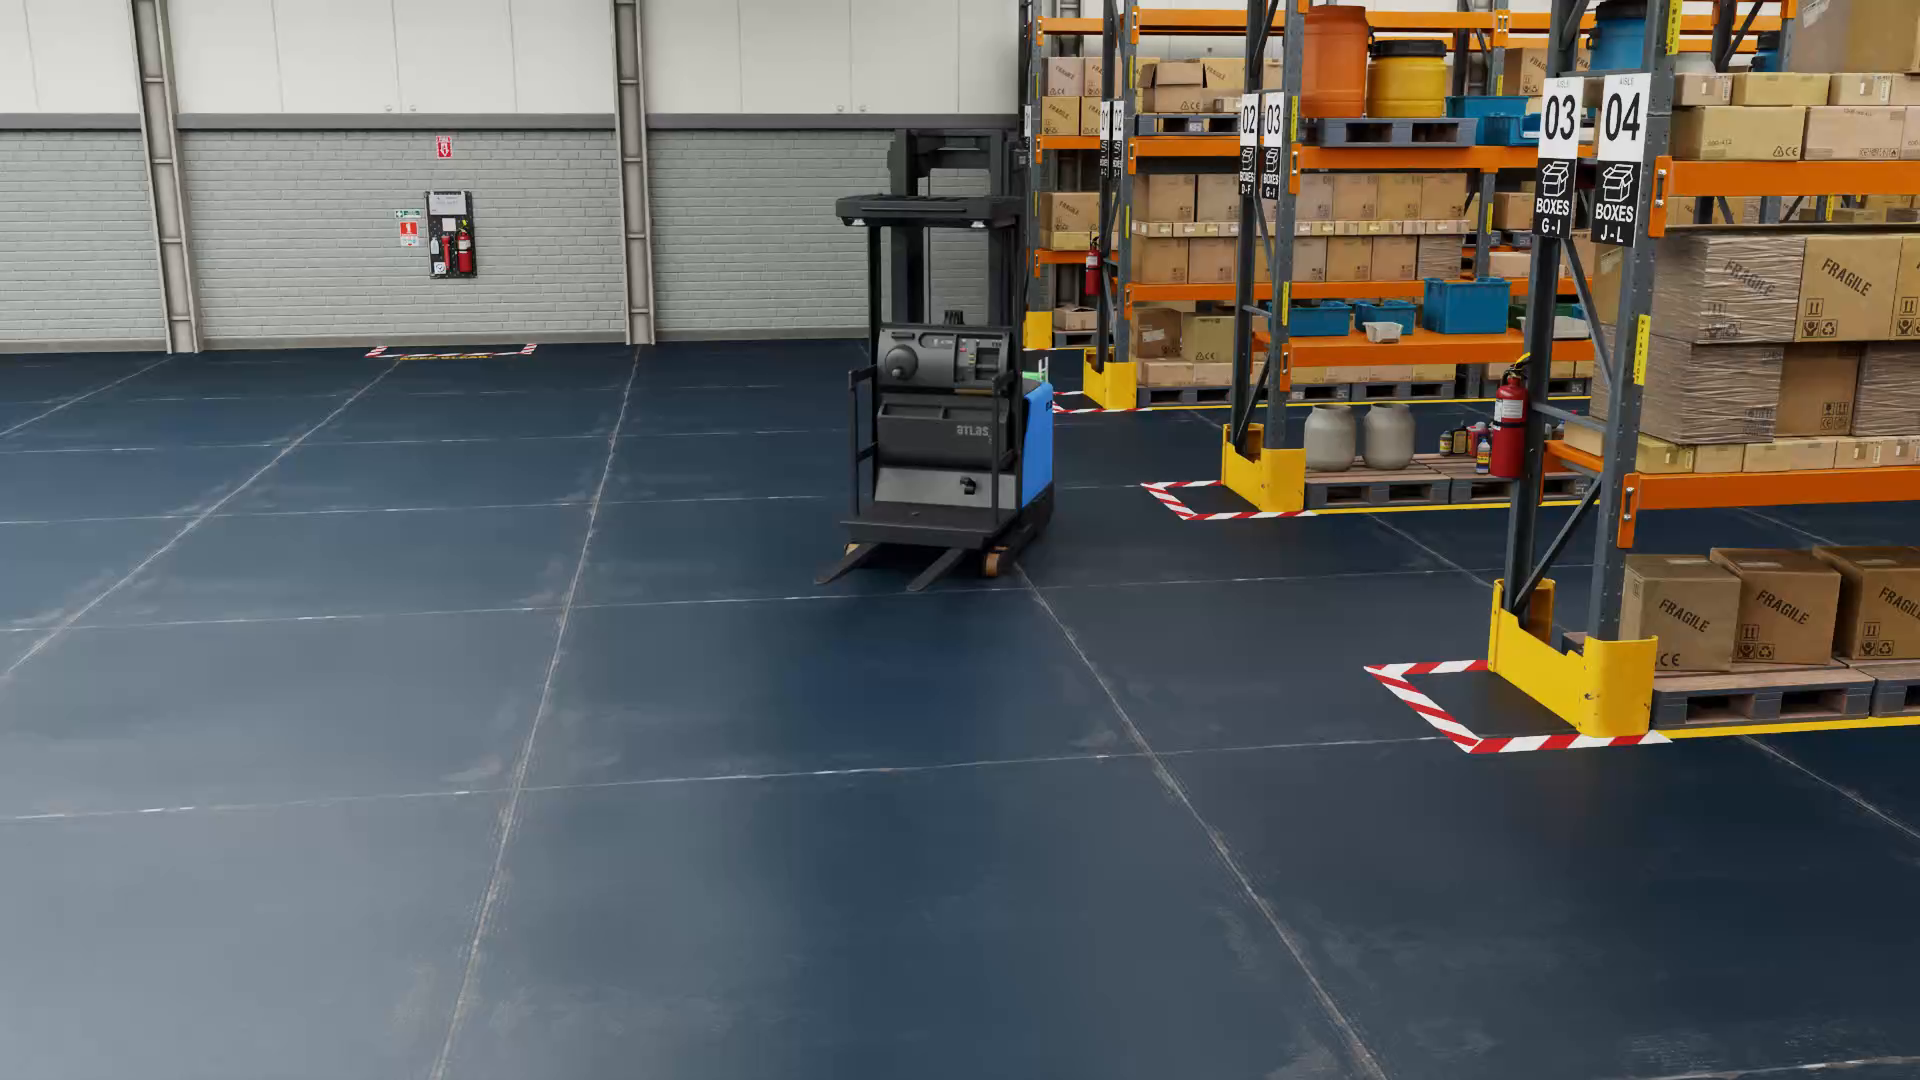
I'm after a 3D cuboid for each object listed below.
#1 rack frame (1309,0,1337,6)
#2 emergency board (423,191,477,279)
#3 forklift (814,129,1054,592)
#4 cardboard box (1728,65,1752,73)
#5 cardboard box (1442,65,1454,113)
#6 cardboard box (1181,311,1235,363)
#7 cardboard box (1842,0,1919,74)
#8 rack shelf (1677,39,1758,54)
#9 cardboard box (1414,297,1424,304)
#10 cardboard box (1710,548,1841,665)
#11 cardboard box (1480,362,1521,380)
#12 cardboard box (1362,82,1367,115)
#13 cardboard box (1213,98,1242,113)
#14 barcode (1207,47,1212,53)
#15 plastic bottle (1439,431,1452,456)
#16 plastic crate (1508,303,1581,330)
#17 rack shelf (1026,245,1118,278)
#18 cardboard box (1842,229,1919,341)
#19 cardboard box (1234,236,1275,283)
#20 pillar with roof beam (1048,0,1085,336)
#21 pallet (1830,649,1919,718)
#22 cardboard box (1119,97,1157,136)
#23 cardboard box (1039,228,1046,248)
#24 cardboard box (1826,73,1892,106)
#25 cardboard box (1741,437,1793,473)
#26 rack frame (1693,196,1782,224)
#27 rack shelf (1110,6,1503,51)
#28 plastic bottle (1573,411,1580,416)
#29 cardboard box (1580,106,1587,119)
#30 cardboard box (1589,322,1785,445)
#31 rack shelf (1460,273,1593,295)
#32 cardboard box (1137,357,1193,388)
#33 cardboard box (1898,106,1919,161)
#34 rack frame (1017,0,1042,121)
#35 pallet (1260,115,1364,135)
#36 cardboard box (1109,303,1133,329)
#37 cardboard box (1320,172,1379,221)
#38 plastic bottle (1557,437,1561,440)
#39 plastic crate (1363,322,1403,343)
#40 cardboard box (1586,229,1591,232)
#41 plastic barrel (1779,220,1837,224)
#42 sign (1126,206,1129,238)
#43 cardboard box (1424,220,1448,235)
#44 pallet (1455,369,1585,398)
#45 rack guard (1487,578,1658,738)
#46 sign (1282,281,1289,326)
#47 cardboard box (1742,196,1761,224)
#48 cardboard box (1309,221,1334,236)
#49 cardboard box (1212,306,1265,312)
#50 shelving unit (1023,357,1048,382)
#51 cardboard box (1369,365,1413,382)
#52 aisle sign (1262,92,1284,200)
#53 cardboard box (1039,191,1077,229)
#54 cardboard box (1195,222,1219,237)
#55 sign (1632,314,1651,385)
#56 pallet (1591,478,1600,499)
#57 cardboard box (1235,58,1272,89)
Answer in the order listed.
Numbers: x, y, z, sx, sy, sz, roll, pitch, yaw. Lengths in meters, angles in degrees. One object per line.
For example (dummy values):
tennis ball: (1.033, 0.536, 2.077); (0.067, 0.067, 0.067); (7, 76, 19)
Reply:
rack frame: (4.882, -7.240, 22.591); (0.127, 3.000, 1.000); (-2, 14, -8)
emergency board: (-6.892, -4.120, 22.486); (0.643, 1.169, 0.194); (-2, 14, -8)
forklift: (-0.171, -1.274, 11.277); (1.130, 2.935, 3.031); (4, 15, 15)
cardboard box: (11.359, -6.676, 23.859); (0.500, 0.250, 0.500); (-3, 14, -10)
cardboard box: (5.086, -4.959, 18.305); (0.500, 0.500, 0.500); (-1, 14, -4)
cardboard box: (2.726, -2.212, 18.122); (0.500, 0.500, 0.500); (-2, 14, -8)
cardboard box: (4.649, -2.489, 7.971); (0.500, 0.500, 0.500); (-2, 14, -9)
rack shelf: (10.815, -6.914, 23.594); (4.000, 0.370, 1.077); (-2, 14, -8)
cardboard box: (6.621, -3.401, 23.851); (0.500, 0.500, 0.700); (-2, 14, -8)
cardboard box: (4.346, 0.350, 8.936); (0.500, 0.500, 0.500); (2, 14, 6)
cardboard box: (6.059, -1.963, 18.674); (0.500, 0.250, 0.500); (-2, 14, -10)
cardboard box: (5.435, -6.038, 22.894); (0.500, 0.500, 0.500); (0, 14, 0)
cardboard box: (2.858, -4.598, 17.590); (0.250, 0.149, 0.380); (-2, 14, -8)
barcode: (3.443, -6.759, 22.936); (0.075, 0.075, 0.001); (-2, 14, -8)
plastic bottle: (4.153, -0.830, 14.213); (0.097, 0.201, 0.097); (0, 14, 0)
plastic crate: (4.974, -1.863, 13.918); (0.662, 0.188, 0.450); (-2, 14, -8)
rack shelf: (2.904, -3.908, 23.119); (4.000, 0.370, 1.077); (-2, 14, -8)
cardboard box: (4.715, -1.277, 8.277); (0.500, 0.500, 0.500); (-2, 14, -8)
cardboard box: (3.142, -3.093, 18.181); (0.500, 0.500, 0.700); (-2, 14, -8)
pillar with roof beam: (2.131, -6.293, 18.814); (0.400, 9.000, 9.100); (-2, 14, -8)
pallet: (5.228, 0.675, 9.096); (1.213, 0.211, 1.003); (-2, 14, -8)
cardboard box: (2.344, -5.681, 22.294); (0.500, 0.500, 0.500); (-1, 14, -6)
cardboard box: (1.360, -4.185, 23.012); (0.500, 0.250, 0.500); (-2, 14, -7)
cardboard box: (4.229, -2.158, 7.983); (0.250, 0.149, 0.380); (-2, 14, -6)
cardboard box: (3.957, -0.451, 8.372); (0.250, 0.149, 0.380); (-2, 14, -8)
rack frame: (6.358, -1.947, 13.818); (0.127, 3.000, 1.000); (-2, 14, -8)
rack shelf: (3.646, -5.433, 17.687); (4.000, 0.370, 1.077); (-2, 14, -8)
plastic bottle: (5.311, -0.939, 14.341); (0.185, 0.351, 0.144); (-3, 14, -11)
cardboard box: (6.777, -4.765, 18.334); (0.500, 0.250, 0.500); (-4, 15, -14)
cardboard box: (3.688, -0.817, 8.494); (0.500, 0.500, 0.875); (-2, 14, -8)
rack shelf: (7.601, -2.862, 18.946); (4.000, 0.370, 1.077); (-2, 14, -8)
cardboard box: (2.232, -1.829, 18.139); (0.500, 0.250, 0.500); (-2, 14, -8)
cardboard box: (4.655, -1.985, 8.113); (0.500, 0.250, 0.500); (-2, 14, -9)
rack frame: (0.927, -7.095, 22.013); (0.127, 3.000, 1.000); (-2, 14, -8)
pallet: (3.580, -4.470, 17.894); (1.213, 0.211, 1.003); (-2, 14, -8)
cardboard box: (2.188, -3.118, 23.112); (0.500, 0.311, 0.500); (-1, 14, -4)
cardboard box: (4.191, -3.762, 18.183); (0.500, 0.500, 0.700); (-2, 14, -8)
plastic bottle: (4.880, -0.706, 13.575); (0.097, 0.271, 0.097); (0, 14, 0)
plastic crate: (3.335, -1.629, 13.093); (0.250, 0.136, 0.298); (-2, 14, -8)
cardboard box: (7.402, -3.248, 18.801); (0.500, 0.500, 0.500); (-2, 14, -8)
plastic barrel: (6.785, -2.131, 13.522); (0.708, 0.901, 0.600); (-2, 14, -8)
sign: (1.745, -3.318, 17.343); (0.005, 0.325, 0.100); (-2, 14, -8)
cardboard box: (5.142, -3.432, 18.200); (0.250, 0.149, 0.380); (-2, 14, -9)
pallet: (6.346, -1.822, 19.053); (1.213, 0.211, 1.003); (-2, 14, -8)
rack guard: (3.216, 0.599, 8.805); (0.348, 0.500, 1.175); (-2, 14, -8)
sign: (2.480, -1.804, 12.678); (0.005, 0.325, 0.100); (-2, 14, -8)
cardboard box: (11.373, -4.708, 23.969); (0.500, 0.500, 0.500); (-2, 14, -8)
cardboard box: (3.869, -3.384, 18.010); (0.250, 0.149, 0.380); (-2, 14, -6)
cardboard box: (3.141, -2.358, 18.705); (0.500, 0.500, 0.500); (-2, 14, -8)
shelving unit: (0.403, -0.828, 13.033); (0.503, 1.200, 0.258); (4, 12, 15)
cardboard box: (4.702, -1.923, 18.514); (0.500, 0.250, 0.500); (-2, 14, -8)
aisle sign: (2.375, -2.990, 12.632); (0.004, 0.787, 0.394); (-2, 14, -8)
cardboard box: (1.361, -4.554, 22.939); (0.500, 0.500, 0.500); (-2, 14, -9)
cardboard box: (2.596, -3.338, 17.826); (0.250, 0.149, 0.380); (-2, 14, -8)
sign: (3.221, -0.900, 7.864); (0.005, 0.325, 0.100); (-2, 14, -8)
pallet: (5.688, -0.580, 14.100); (1.213, 0.211, 1.003); (-2, 14, -8)
cardboard box: (3.884, -6.222, 22.397); (0.500, 0.500, 0.500); (-1, 14, -5)
